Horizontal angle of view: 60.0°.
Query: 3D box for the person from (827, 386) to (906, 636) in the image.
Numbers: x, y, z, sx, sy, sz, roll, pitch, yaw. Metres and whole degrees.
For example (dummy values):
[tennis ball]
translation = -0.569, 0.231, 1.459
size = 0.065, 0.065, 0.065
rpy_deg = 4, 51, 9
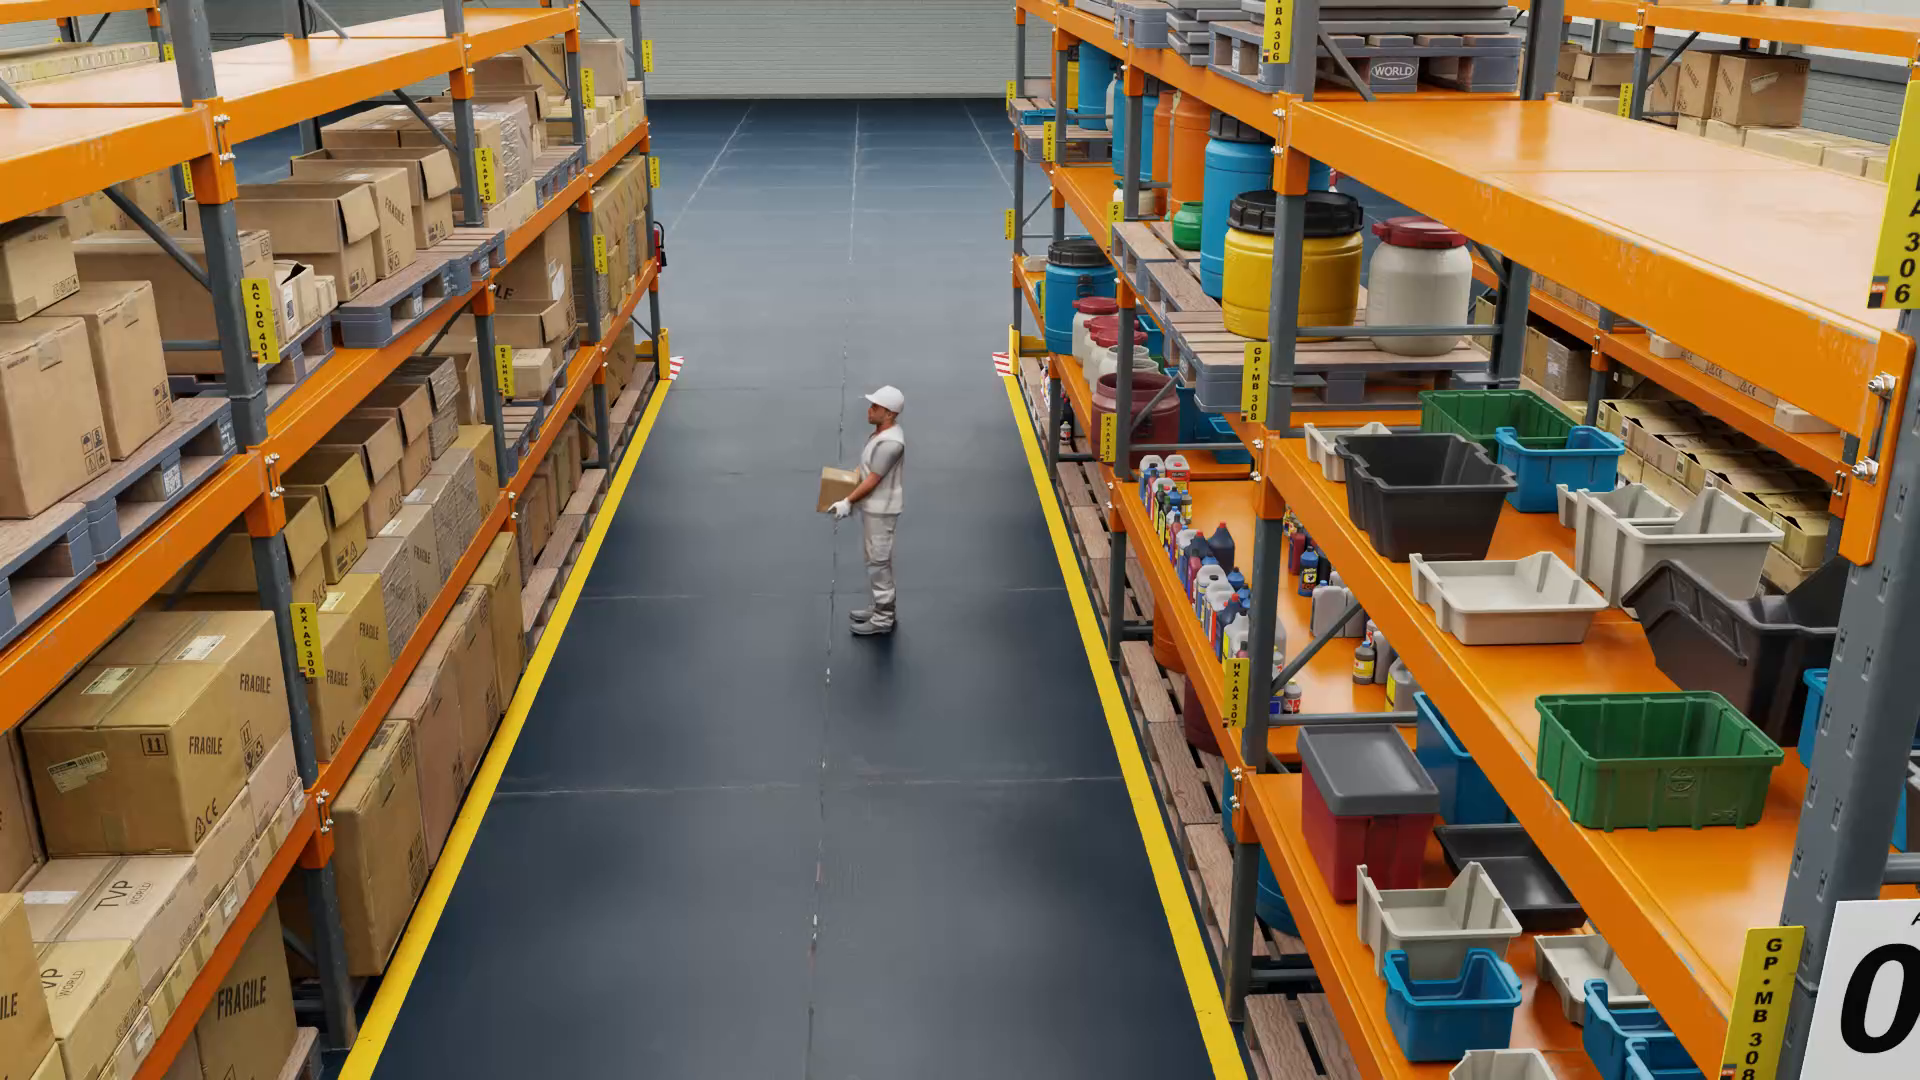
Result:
[person]
translation = -0.654, -0.198, 11.576
size = 0.554, 1.792, 0.510
rpy_deg = -2, 20, -7
